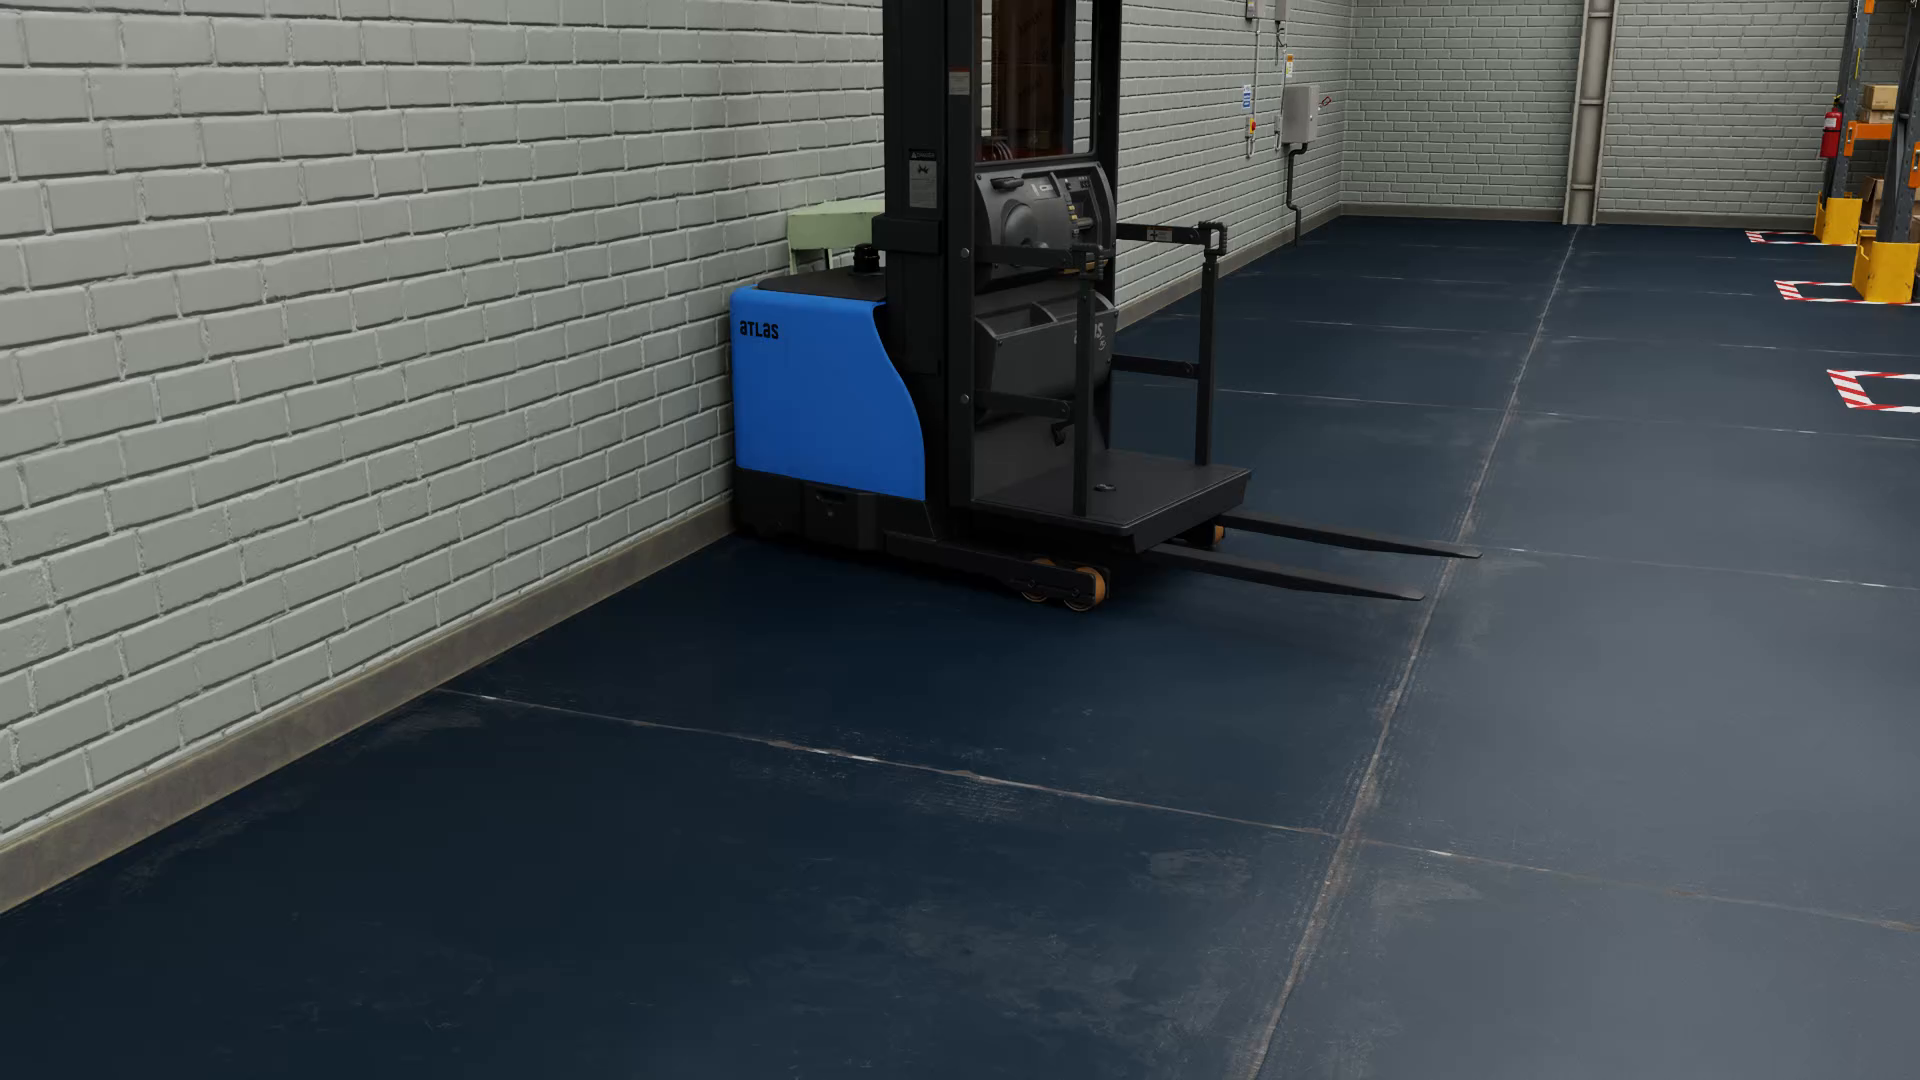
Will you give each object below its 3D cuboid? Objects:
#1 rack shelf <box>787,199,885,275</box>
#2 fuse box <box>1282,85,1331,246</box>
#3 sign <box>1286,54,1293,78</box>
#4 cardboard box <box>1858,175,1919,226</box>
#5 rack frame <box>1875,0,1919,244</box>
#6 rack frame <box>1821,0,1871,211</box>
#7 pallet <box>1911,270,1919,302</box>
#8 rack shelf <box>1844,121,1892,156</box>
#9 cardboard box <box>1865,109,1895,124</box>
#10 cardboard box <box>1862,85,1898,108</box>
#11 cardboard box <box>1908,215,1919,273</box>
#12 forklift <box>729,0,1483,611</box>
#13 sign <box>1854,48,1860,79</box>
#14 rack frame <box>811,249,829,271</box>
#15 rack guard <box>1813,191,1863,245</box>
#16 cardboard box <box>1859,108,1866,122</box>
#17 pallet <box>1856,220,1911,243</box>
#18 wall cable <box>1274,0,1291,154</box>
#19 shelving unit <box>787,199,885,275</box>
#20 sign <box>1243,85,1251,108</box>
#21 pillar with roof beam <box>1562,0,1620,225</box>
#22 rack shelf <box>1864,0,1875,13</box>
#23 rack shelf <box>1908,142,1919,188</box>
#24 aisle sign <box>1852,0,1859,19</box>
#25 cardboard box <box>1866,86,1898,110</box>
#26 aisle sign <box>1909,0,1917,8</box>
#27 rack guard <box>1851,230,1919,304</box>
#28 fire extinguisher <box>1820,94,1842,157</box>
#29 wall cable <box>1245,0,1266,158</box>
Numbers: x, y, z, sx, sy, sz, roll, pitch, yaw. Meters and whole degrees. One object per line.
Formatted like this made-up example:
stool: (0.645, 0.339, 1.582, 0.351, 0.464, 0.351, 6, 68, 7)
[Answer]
rack shelf: (-0.377, -1.370, 7.615, 0.720, 0.370, 0.431, 3, 20, 22)
fuse box: (3.759, -4.081, 18.163, 0.414, 1.711, 0.539, 6, 17, 21)
sign: (3.546, -5.104, 17.892, 0.001, 0.242, 0.339, 6, 17, 21)
cardboard box: (10.459, -3.803, 18.617, 0.637, 0.503, 0.797, 6, 17, 18)
rack frame: (8.107, -3.599, 14.192, 0.127, 3.000, 1.000, 6, 17, 21)
rack frame: (9.924, -4.887, 18.628, 0.127, 3.000, 1.000, 6, 17, 21)
pallet: (8.879, -2.199, 14.369, 1.213, 0.211, 1.003, 6, 17, 21)
rack shelf: (11.785, -4.337, 18.023, 4.000, 0.370, 1.077, 6, 17, 21)
cardboard box: (10.130, -4.662, 18.302, 0.250, 0.149, 0.380, 6, 17, 20)
cardboard box: (10.450, -4.980, 18.682, 0.500, 0.250, 0.500, 7, 18, 22)
cardboard box: (8.757, -2.529, 14.348, 0.875, 0.438, 0.875, 6, 17, 19)
forklift: (0.517, -1.308, 6.420, 3.031, 2.935, 1.130, 11, 19, 33)
sign: (9.726, -5.162, 18.022, 0.005, 0.325, 0.100, 6, 17, 21)
rack frame: (-0.682, -1.018, 7.877, 0.023, 1.500, 0.400, 3, 20, 22)
rack guard: (9.995, -3.679, 18.950, 0.348, 0.500, 1.175, 6, 17, 21)
cardboard box: (10.331, -4.802, 18.786, 0.250, 0.149, 0.380, 6, 17, 20)
pallet: (10.737, -3.459, 18.710, 1.213, 0.211, 1.003, 6, 17, 21)
wall cable: (3.362, -5.027, 17.288, 0.122, 1.984, 0.588, 6, 17, 21)
shelving unit: (-0.344, -1.002, 7.738, 0.755, 1.500, 0.431, 3, 20, 22)
sign: (2.778, -4.294, 16.099, 0.001, 0.218, 0.327, 6, 17, 21)
pillar with roof beam: (6.167, -7.161, 15.701, 0.400, 9.000, 9.100, 6, 17, 21)
rack shelf: (11.785, -5.778, 17.605, 4.000, 0.370, 1.077, 6, 17, 21)
rack shelf: (9.967, -3.049, 13.588, 4.000, 0.370, 1.077, 6, 17, 21)
aisle sign: (9.753, -6.066, 18.027, 0.004, 0.787, 0.394, 6, 17, 21)
cardboard box: (10.248, -4.842, 18.207, 0.500, 0.250, 0.500, 6, 17, 21)
aisle sign: (8.154, -4.936, 14.132, 0.004, 0.787, 0.394, 6, 17, 21)
rack guard: (8.084, -2.401, 14.549, 0.348, 0.500, 1.175, 6, 17, 21)
fire extinguisher: (9.618, -4.566, 18.330, 0.183, 0.674, 0.296, 6, 17, 21)
wall cable: (2.853, -4.673, 16.012, 0.123, 1.953, 0.585, 6, 17, 21)
